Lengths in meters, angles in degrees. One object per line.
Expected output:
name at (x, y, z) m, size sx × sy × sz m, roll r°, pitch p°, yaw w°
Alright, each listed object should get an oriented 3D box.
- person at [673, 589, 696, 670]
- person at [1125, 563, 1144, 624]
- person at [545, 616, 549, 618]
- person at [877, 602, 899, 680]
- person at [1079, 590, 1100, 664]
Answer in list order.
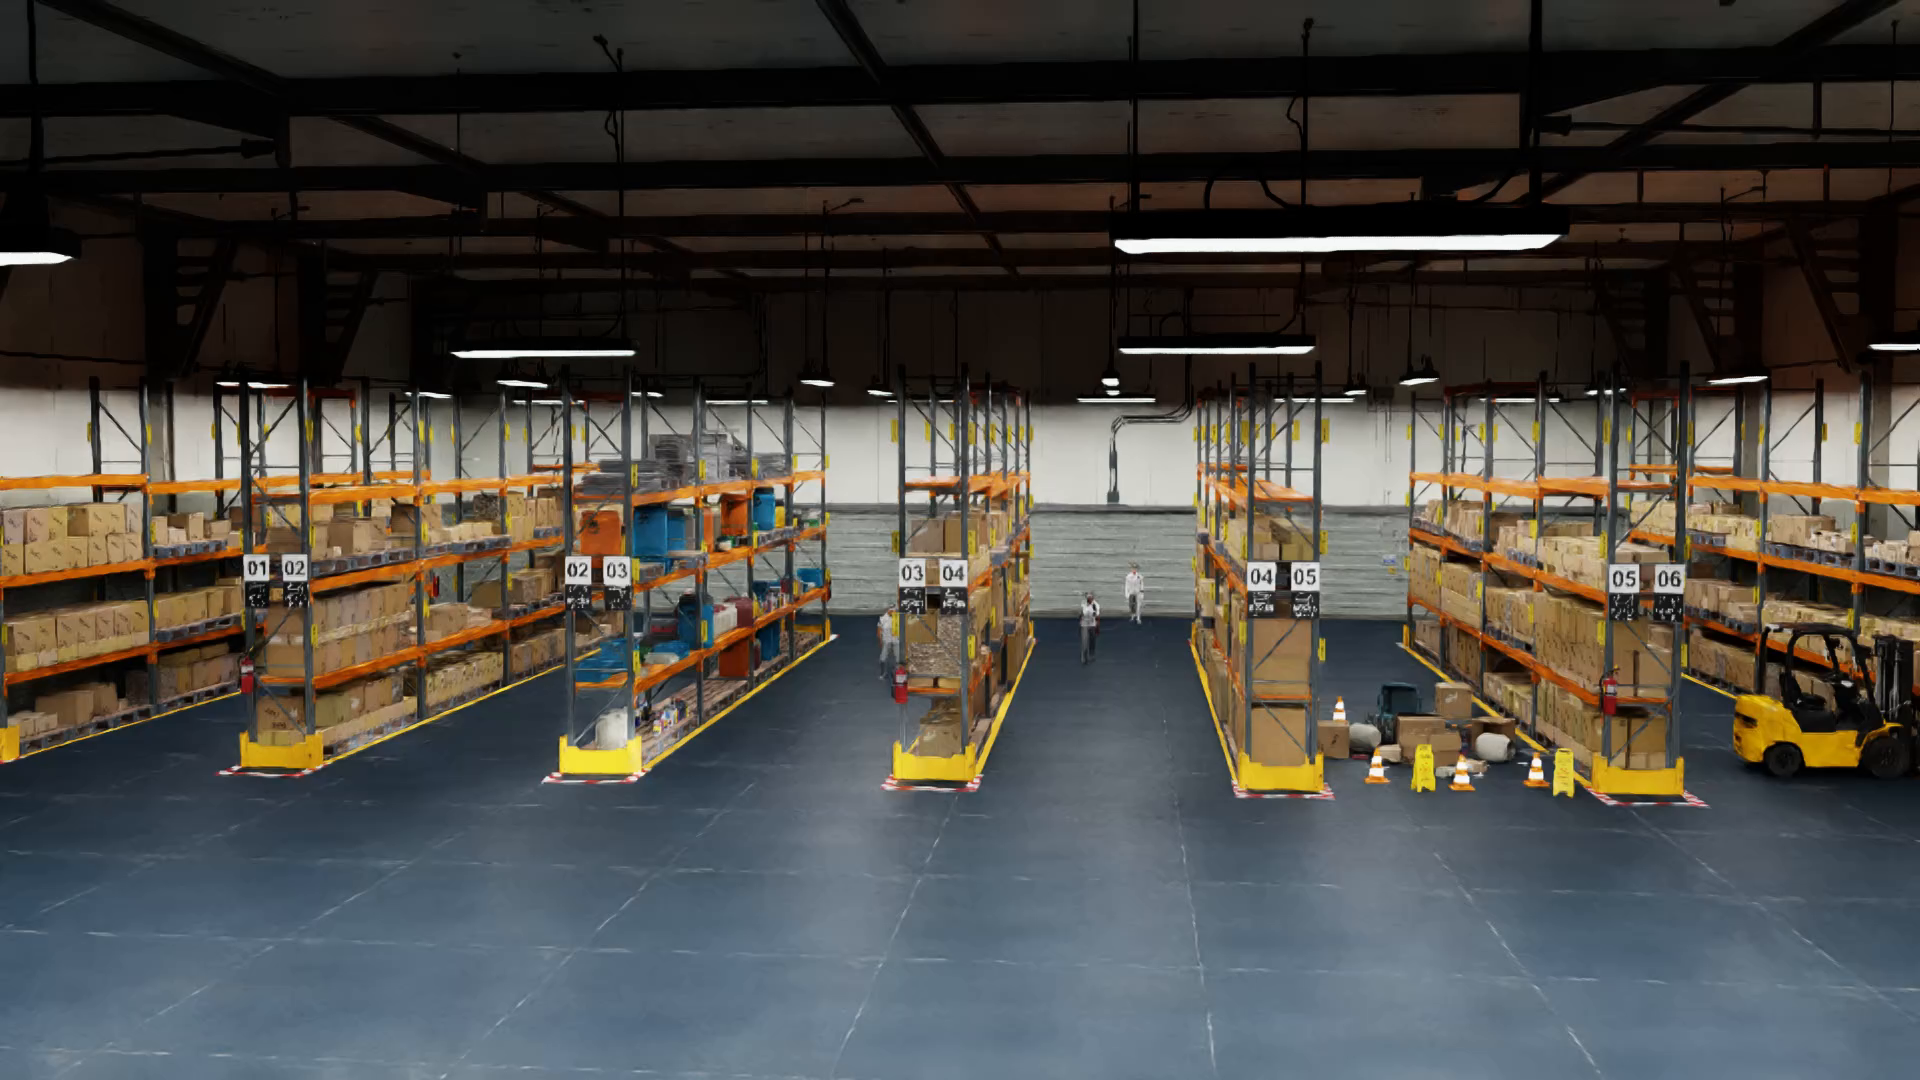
person at (-5.716, 1.883, 35.197) m, size 0.729 × 1.733 × 0.538 m, roll 0°, pitch 4°, yaw 5°
person at (4.578, 1.386, 43.684) m, size 0.495 × 1.589 × 1.086 m, roll 1°, pitch 4°, yaw 8°
person at (-11.219, 1.254, 45.092) m, size 0.577 × 1.691 × 1.121 m, roll 0°, pitch 4°, yaw 8°
person at (-1.378, 2.053, 33.552) m, size 0.625 × 1.611 × 0.582 m, roll 0°, pitch 4°, yaw 4°
person at (2.824, 1.870, 36.174) m, size 0.447 × 1.575 × 1.078 m, roll 0°, pitch 4°, yaw 3°
